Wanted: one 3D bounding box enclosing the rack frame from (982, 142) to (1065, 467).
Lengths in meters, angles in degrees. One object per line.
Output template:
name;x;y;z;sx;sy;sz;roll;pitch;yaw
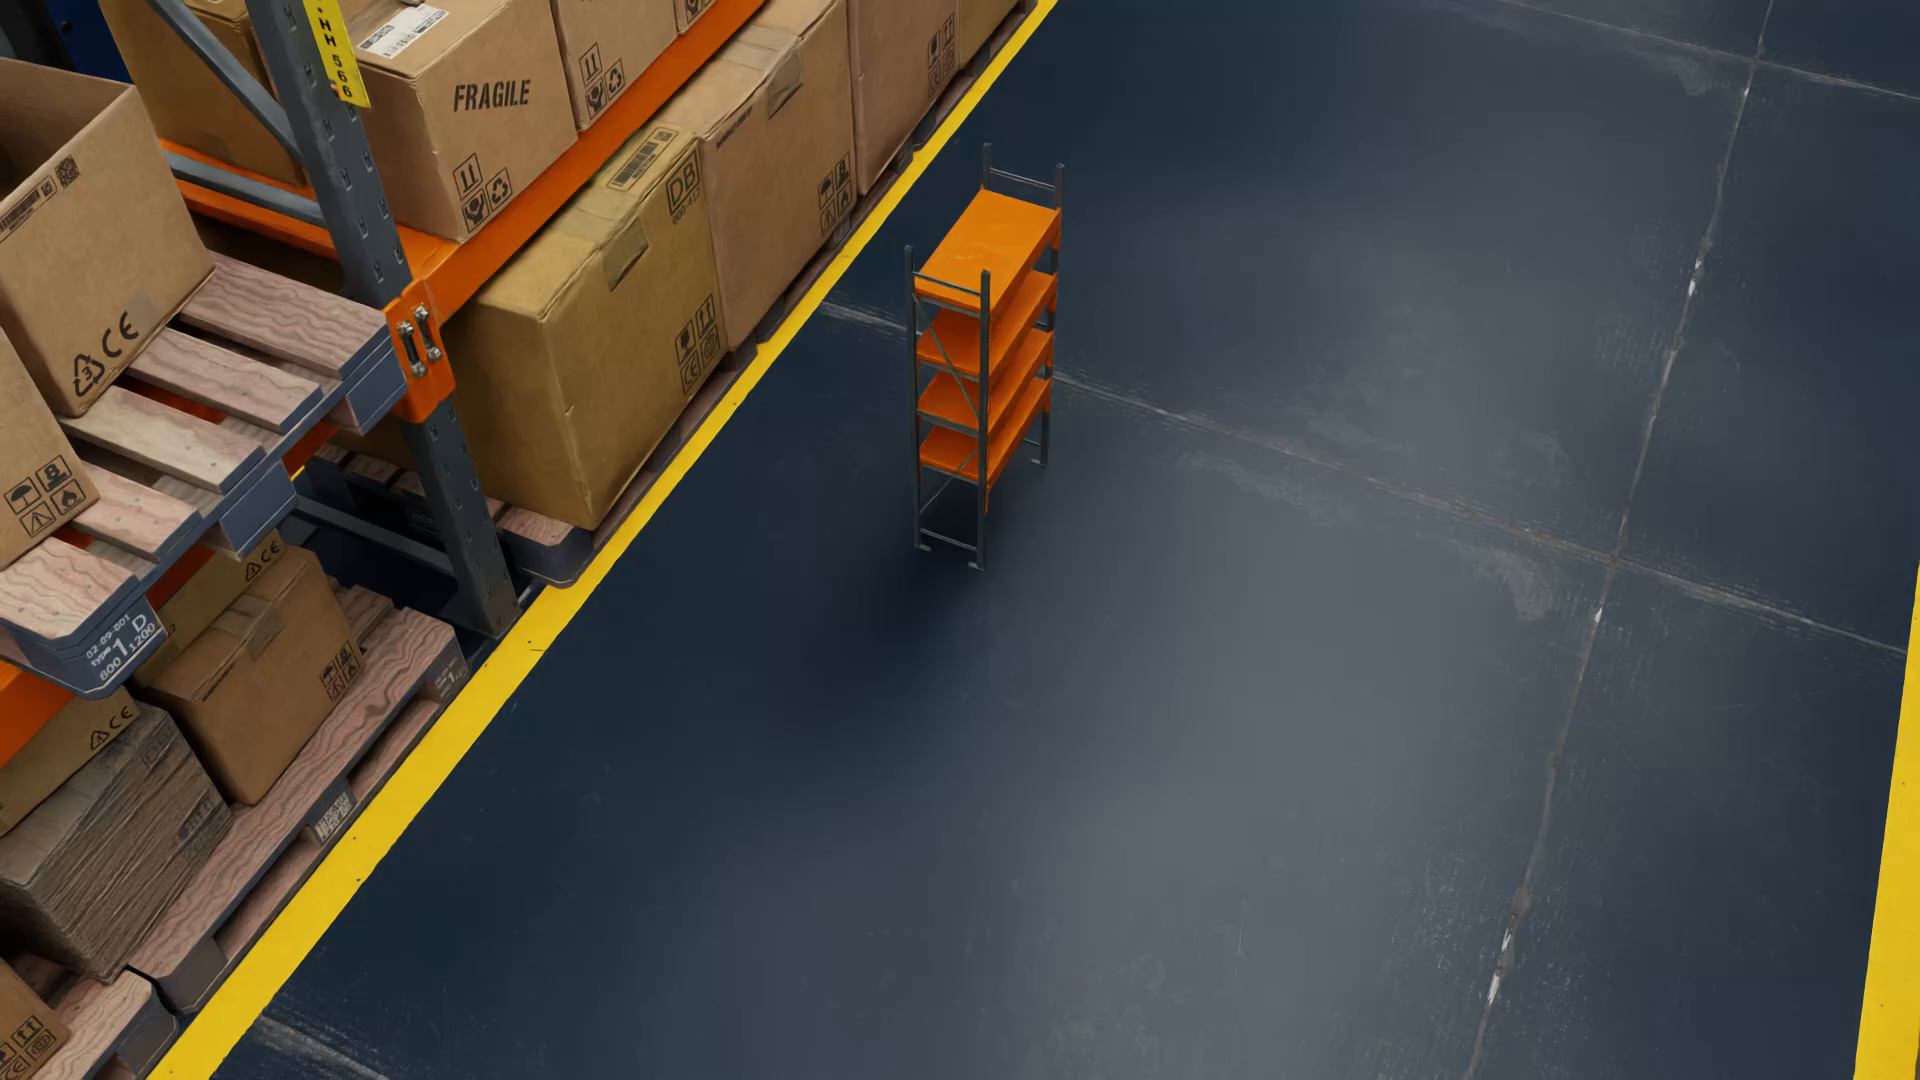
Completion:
rack frame;0.175;-0.671;5.033;0.240;1.200;0.015;20;52;16

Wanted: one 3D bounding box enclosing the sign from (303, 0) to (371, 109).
sign;-1.313;-1.050;3.465;0.100;0.325;0.005;20;52;16

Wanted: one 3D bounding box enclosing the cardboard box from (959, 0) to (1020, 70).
cardboard box;-0.354;-2.625;6.633;1.225;0.875;0.875;20;52;16

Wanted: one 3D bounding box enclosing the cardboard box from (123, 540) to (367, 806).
cardboard box;-2.075;0.265;4.407;0.700;0.500;0.500;17;52;14

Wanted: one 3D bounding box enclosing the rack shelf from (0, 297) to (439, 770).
rack shelf;-2.662;0.740;3.123;1.077;0.370;4.000;20;52;16

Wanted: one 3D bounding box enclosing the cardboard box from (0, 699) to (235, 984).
cardboard box;-2.301;0.651;4.079;0.700;0.500;0.500;16;51;13

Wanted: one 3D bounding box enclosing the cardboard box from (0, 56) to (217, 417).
cardboard box;-2.002;-0.654;3.495;0.500;0.500;0.500;14;51;12

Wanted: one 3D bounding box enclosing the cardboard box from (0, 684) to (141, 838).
cardboard box;-2.284;0.394;3.805;0.500;0.250;0.500;25;54;20

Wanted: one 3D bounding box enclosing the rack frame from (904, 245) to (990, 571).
rack frame;-0.034;-0.335;4.747;0.240;1.200;0.015;20;52;16

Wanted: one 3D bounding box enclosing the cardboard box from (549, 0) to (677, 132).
cardboard box;-1.135;-1.505;4.495;0.500;0.500;0.500;19;52;15

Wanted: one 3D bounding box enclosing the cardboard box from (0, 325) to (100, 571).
cardboard box;-2.150;-0.237;3.141;0.700;0.500;0.500;27;55;21

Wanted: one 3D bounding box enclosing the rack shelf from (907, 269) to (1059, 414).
rack shelf;0.071;-0.604;4.771;0.258;0.148;0.480;20;52;16

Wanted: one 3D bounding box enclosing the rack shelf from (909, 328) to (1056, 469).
rack shelf;0.071;-0.459;4.941;0.258;0.148;0.480;20;52;16

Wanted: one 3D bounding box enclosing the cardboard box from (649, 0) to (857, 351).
cardboard box;-1.106;-1.397;5.589;1.225;0.875;0.875;20;52;16

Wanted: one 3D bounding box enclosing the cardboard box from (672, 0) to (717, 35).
cardboard box;-0.920;-1.858;4.796;0.500;0.500;0.500;19;52;15

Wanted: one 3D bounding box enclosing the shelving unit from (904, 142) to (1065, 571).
shelving unit;0.071;-0.503;4.890;0.258;1.200;0.503;20;52;16

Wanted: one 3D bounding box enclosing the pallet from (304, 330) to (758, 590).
pallet;-1.402;-0.485;5.524;1.003;0.211;1.213;20;52;16

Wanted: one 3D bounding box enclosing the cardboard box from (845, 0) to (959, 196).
cardboard box;-0.735;-2.009;6.109;1.225;0.875;0.875;18;52;15

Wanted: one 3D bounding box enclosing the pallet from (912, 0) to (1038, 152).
pallet;-0.360;-2.165;6.954;1.003;0.211;1.213;20;52;16

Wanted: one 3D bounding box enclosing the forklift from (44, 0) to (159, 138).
forklift;-4.347;-2.512;5.463;3.031;2.935;1.130;20;52;16

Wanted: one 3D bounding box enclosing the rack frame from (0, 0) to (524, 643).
rack frame;-1.807;-0.870;4.021;1.000;3.000;0.127;20;52;16

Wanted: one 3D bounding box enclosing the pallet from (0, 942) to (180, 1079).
pallet;-2.665;1.408;3.913;1.003;0.211;1.213;20;52;16

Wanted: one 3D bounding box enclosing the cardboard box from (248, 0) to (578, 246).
cardboard box;-1.354;-1.149;4.192;0.500;0.500;0.500;21;53;17

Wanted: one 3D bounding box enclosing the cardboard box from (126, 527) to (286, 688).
cardboard box;-2.066;0.026;4.119;0.500;0.250;0.500;22;53;18

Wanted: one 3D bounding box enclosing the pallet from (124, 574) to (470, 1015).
pallet;-2.142;0.571;4.625;1.003;0.211;1.213;20;52;16

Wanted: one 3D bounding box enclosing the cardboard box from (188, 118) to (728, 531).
cardboard box;-1.494;-0.786;5.069;1.225;0.875;0.875;18;52;14

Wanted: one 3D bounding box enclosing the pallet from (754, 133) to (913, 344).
pallet;-0.880;-1.322;6.236;1.003;0.211;1.213;20;52;16

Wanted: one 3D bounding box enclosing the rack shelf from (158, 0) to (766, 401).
rack shelf;-0.953;-2.014;5.467;1.077;0.370;4.000;20;52;16

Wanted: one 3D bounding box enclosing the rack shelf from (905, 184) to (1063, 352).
rack shelf;0.071;-0.757;4.591;0.258;0.148;0.480;20;52;16

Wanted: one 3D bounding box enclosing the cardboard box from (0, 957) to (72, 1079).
cardboard box;-2.537;1.044;3.745;0.700;0.500;0.500;24;54;19

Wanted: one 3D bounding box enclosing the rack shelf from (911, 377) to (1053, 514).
rack shelf;0.071;-0.331;5.092;0.258;0.148;0.480;20;52;16

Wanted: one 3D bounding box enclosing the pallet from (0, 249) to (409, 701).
pallet;-2.015;-0.283;3.647;1.213;0.211;1.003;20;52;16

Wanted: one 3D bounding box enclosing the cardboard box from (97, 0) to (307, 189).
cardboard box;-1.820;-1.323;4.340;0.500;0.500;0.500;21;53;17

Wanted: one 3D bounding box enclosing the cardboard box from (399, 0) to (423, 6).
cardboard box;-1.480;-1.726;4.025;0.797;0.503;0.637;21;53;17
